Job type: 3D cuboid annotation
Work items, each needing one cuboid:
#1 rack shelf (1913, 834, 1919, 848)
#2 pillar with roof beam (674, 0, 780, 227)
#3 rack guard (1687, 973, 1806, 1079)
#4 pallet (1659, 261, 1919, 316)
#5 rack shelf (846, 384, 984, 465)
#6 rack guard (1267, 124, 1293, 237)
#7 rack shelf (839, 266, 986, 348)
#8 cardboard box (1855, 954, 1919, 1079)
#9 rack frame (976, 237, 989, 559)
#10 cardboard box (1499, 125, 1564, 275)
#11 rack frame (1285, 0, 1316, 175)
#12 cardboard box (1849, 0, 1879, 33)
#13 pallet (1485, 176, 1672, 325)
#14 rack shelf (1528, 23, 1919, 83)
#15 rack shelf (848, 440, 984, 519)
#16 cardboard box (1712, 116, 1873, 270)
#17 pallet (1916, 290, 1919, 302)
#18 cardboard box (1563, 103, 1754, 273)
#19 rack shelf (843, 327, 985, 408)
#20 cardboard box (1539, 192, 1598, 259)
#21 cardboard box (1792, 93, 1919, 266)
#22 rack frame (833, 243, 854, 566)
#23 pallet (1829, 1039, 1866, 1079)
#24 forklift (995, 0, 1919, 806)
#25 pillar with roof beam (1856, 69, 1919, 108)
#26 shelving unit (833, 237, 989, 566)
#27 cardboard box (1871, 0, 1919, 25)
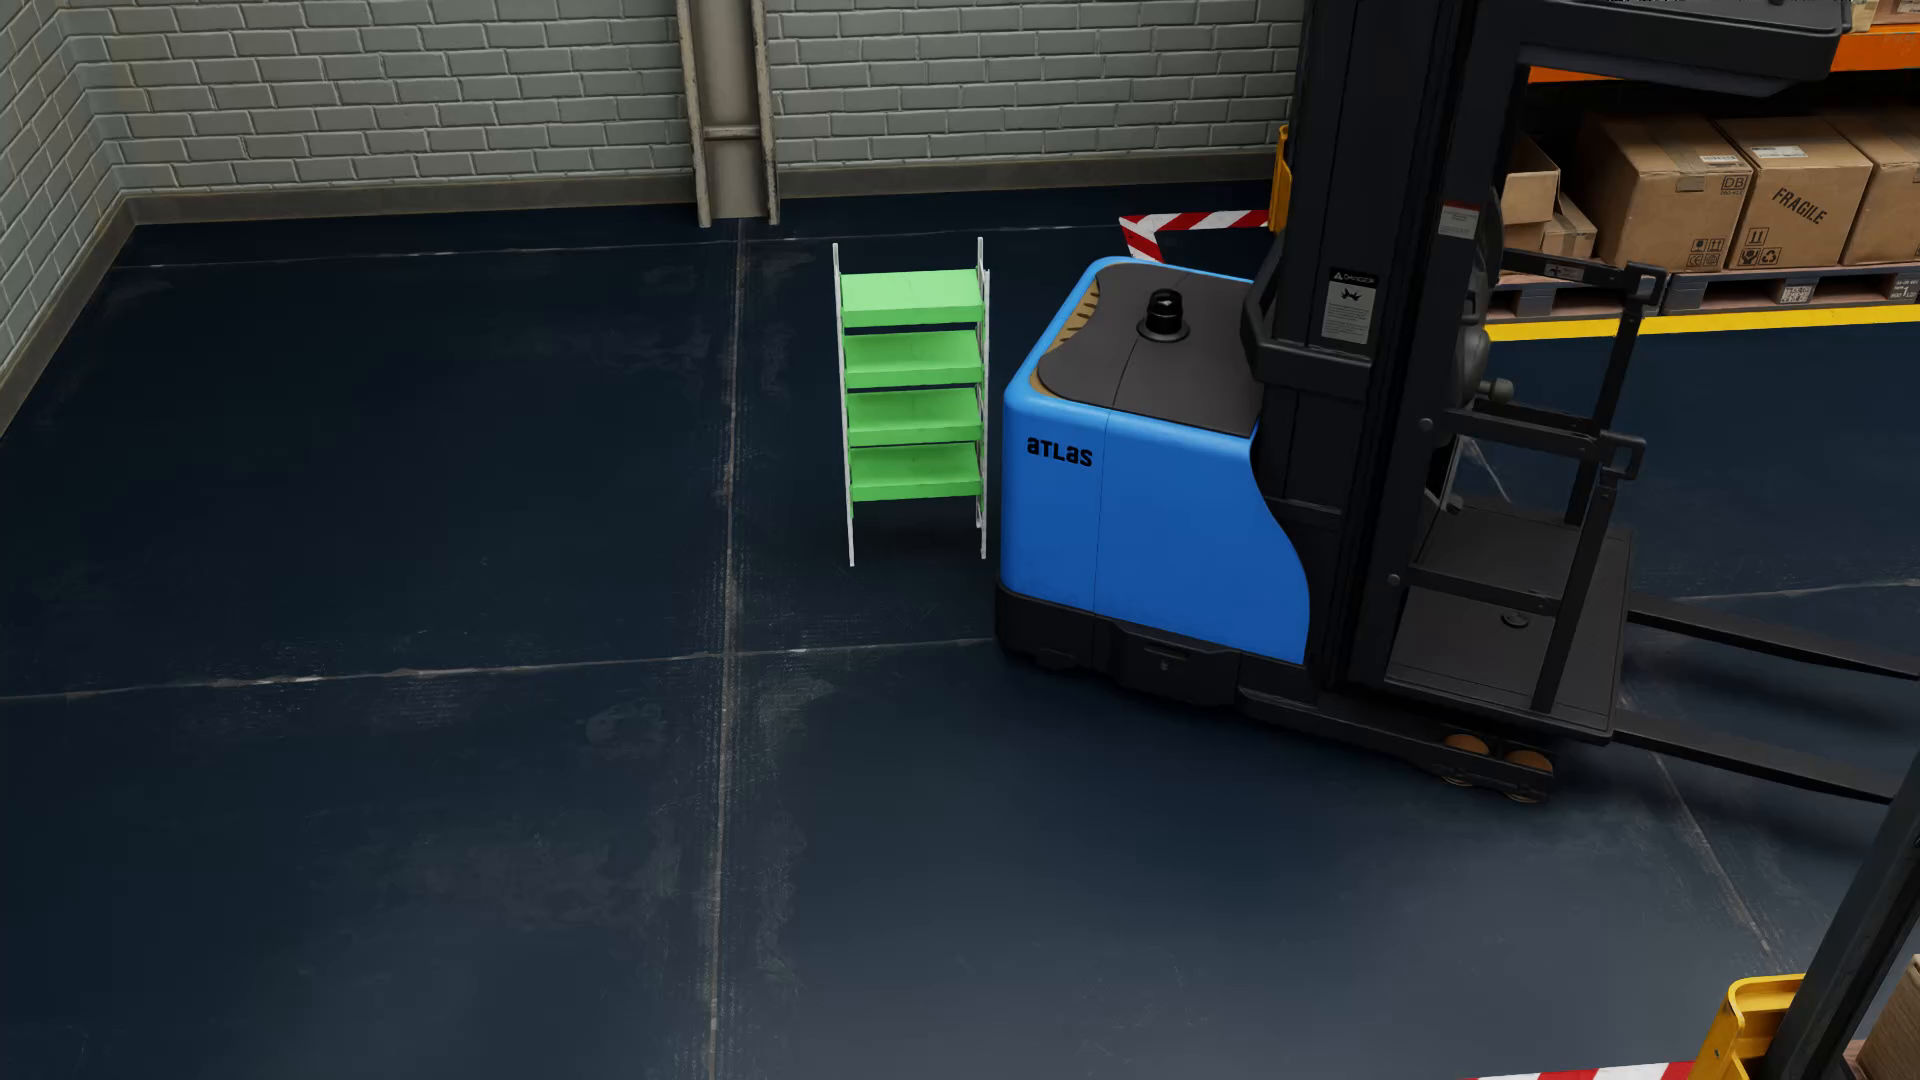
[{"bbox_3d":[4.098,0.818,3.373,4.000,0.370,1.077,-3,38,-4],"label":"rack shelf"},{"bbox_3d":[-0.722,-2.525,2.185,0.400,9.000,9.100,-3,38,-4],"label":"pillar with roof beam"},{"bbox_3d":[2.082,1.628,3.784,0.348,0.500,1.175,-3,38,-4],"label":"rack guard"},{"bbox_3d":[3.744,-1.436,7.900,1.213,0.211,1.003,-3,38,-4],"label":"pallet"},{"bbox_3d":[-0.165,-0.412,5.906,0.480,0.148,0.258,-3,38,-4],"label":"rack shelf"},{"bbox_3d":[1.738,-1.440,7.672,0.348,0.500,1.175,-3,38,-4],"label":"rack guard"},{"bbox_3d":[-0.165,-0.789,5.609,0.480,0.148,0.258,-3,38,-4],"label":"rack shelf"},{"bbox_3d":[2.754,1.388,3.799,0.875,0.438,0.875,-4,38,-6],"label":"cardboard box"},{"bbox_3d":[0.078,-0.475,5.884,0.015,1.200,0.240,-3,38,-4],"label":"rack frame"},{"bbox_3d":[2.280,-1.577,7.504,0.637,0.503,0.797,-5,39,-6],"label":"cardboard box"},{"bbox_3d":[1.662,-2.417,6.892,0.127,3.000,1.000,-3,38,-4],"label":"rack frame"},{"bbox_3d":[3.562,-2.235,6.863,0.250,0.149,0.380,-2,38,-3],"label":"cardboard box"},{"bbox_3d":[2.532,-1.371,7.817,1.213,0.211,1.003,-3,38,-4],"label":"pallet"},{"bbox_3d":[3.654,-2.245,7.254,4.000,0.370,1.077,-3,38,-4],"label":"rack shelf"},{"bbox_3d":[-0.165,-0.223,6.055,0.480,0.148,0.258,-3,38,-4],"label":"rack shelf"},{"bbox_3d":[3.670,-1.566,7.492,0.500,0.500,0.500,-2,38,-3],"label":"cardboard box"},{"bbox_3d":[4.962,-1.505,7.987,1.213,0.211,1.003,-3,38,-4],"label":"pallet"},{"bbox_3d":[3.135,-1.599,7.534,0.500,0.500,0.700,-2,38,-2],"label":"cardboard box"},{"bbox_3d":[-0.165,-0.600,5.758,0.480,0.148,0.258,-3,38,-4],"label":"rack shelf"},{"bbox_3d":[2.706,-1.437,7.613,0.250,0.149,0.380,-5,39,-6],"label":"cardboard box"},{"bbox_3d":[4.169,-1.656,7.606,0.500,0.500,0.700,-5,38,-6],"label":"cardboard box"},{"bbox_3d":[-0.408,-0.449,5.850,0.015,1.200,0.240,-3,38,-4],"label":"rack frame"},{"bbox_3d":[2.895,1.648,3.992,1.213,0.211,1.003,-3,38,-4],"label":"pallet"},{"bbox_3d":[1.689,-0.703,4.775,3.031,2.935,1.130,14,40,17],"label":"forklift"},{"bbox_3d":[5.254,-2.854,2.602,0.400,9.000,9.100,-3,38,-4],"label":"pillar with roof beam"},{"bbox_3d":[-0.165,-0.462,5.867,0.503,1.200,0.258,-3,38,-4],"label":"shelving unit"},{"bbox_3d":[3.813,-2.291,6.935,0.250,0.149,0.380,-3,38,-4],"label":"cardboard box"}]
